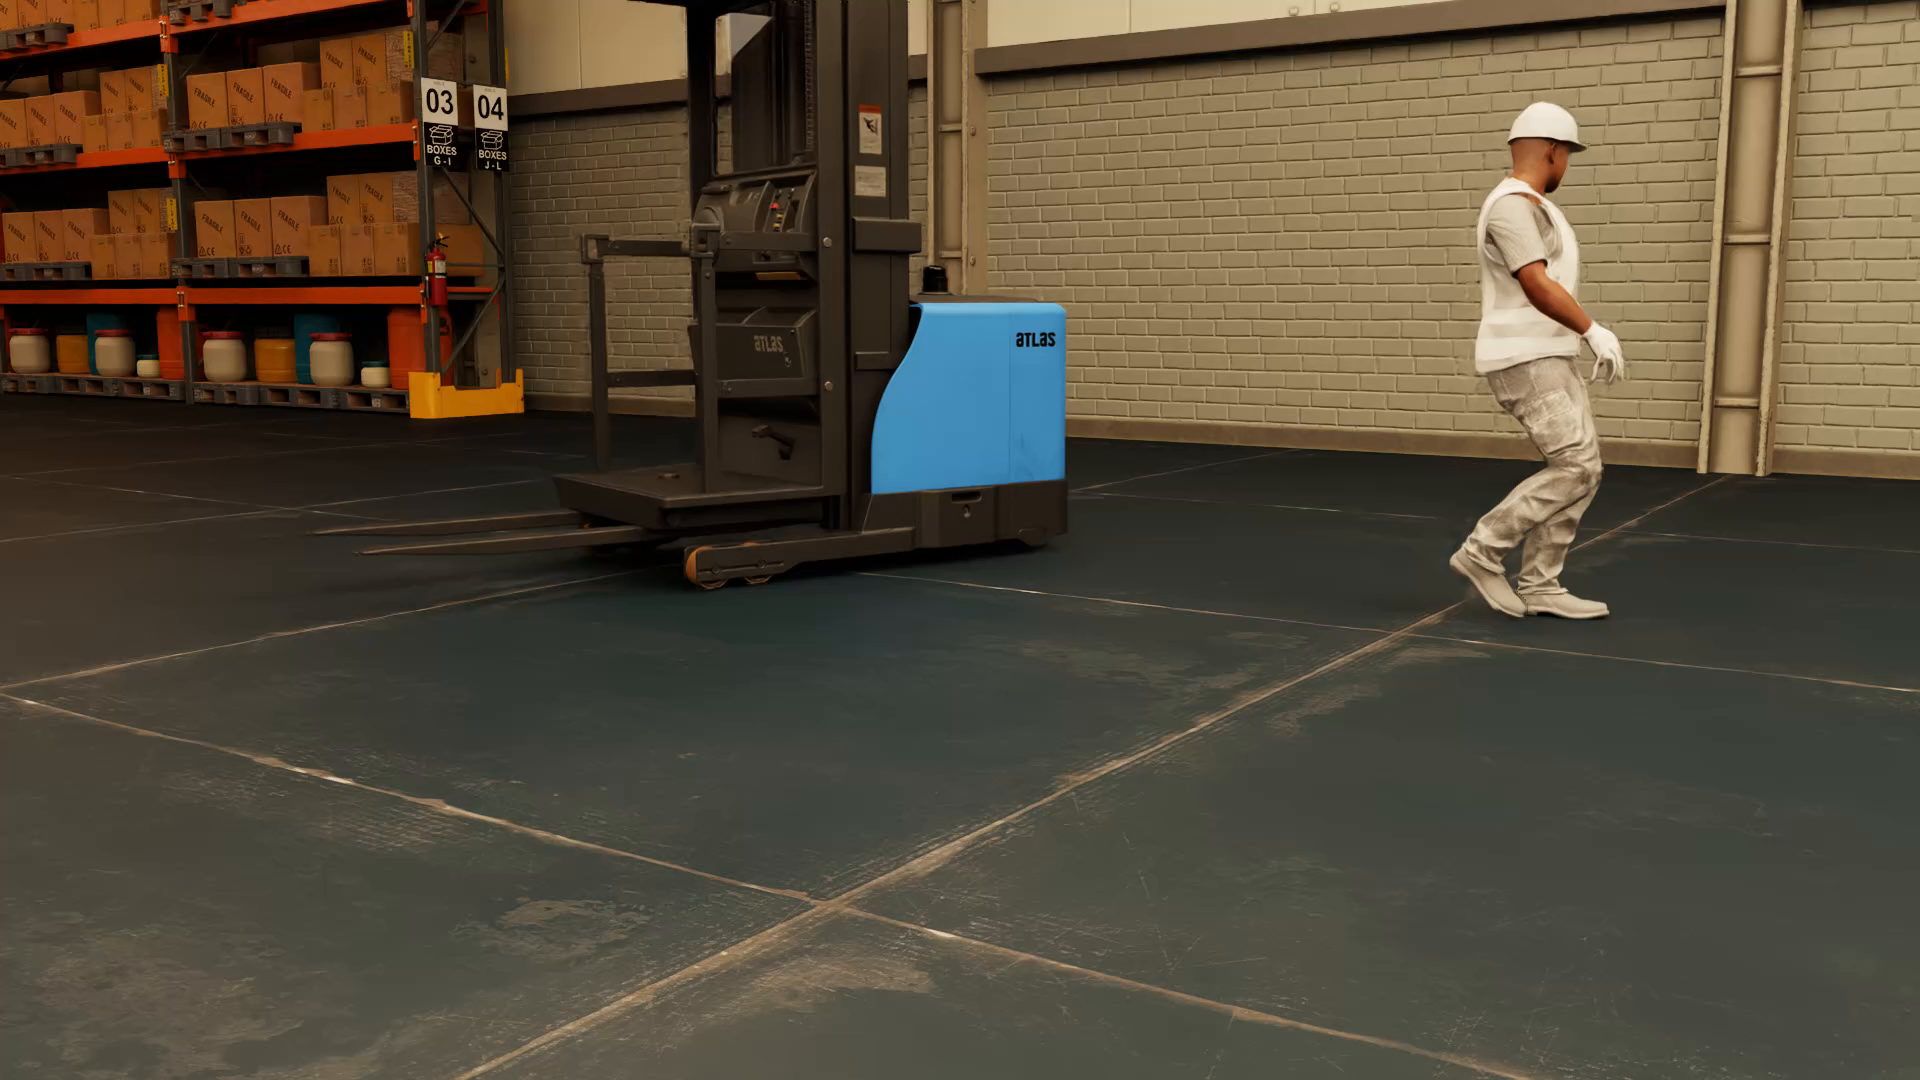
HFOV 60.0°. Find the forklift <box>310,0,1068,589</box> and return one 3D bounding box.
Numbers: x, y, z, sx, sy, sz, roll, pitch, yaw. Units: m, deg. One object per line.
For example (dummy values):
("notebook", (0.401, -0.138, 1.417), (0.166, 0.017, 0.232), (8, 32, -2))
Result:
("forklift", (-1.016, -1.348, 6.670), (3.031, 2.935, 1.130), (-6, 10, -35))

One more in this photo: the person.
("person", (2.007, -0.604, 5.681), (0.530, 1.738, 0.775), (4, 9, 28))
